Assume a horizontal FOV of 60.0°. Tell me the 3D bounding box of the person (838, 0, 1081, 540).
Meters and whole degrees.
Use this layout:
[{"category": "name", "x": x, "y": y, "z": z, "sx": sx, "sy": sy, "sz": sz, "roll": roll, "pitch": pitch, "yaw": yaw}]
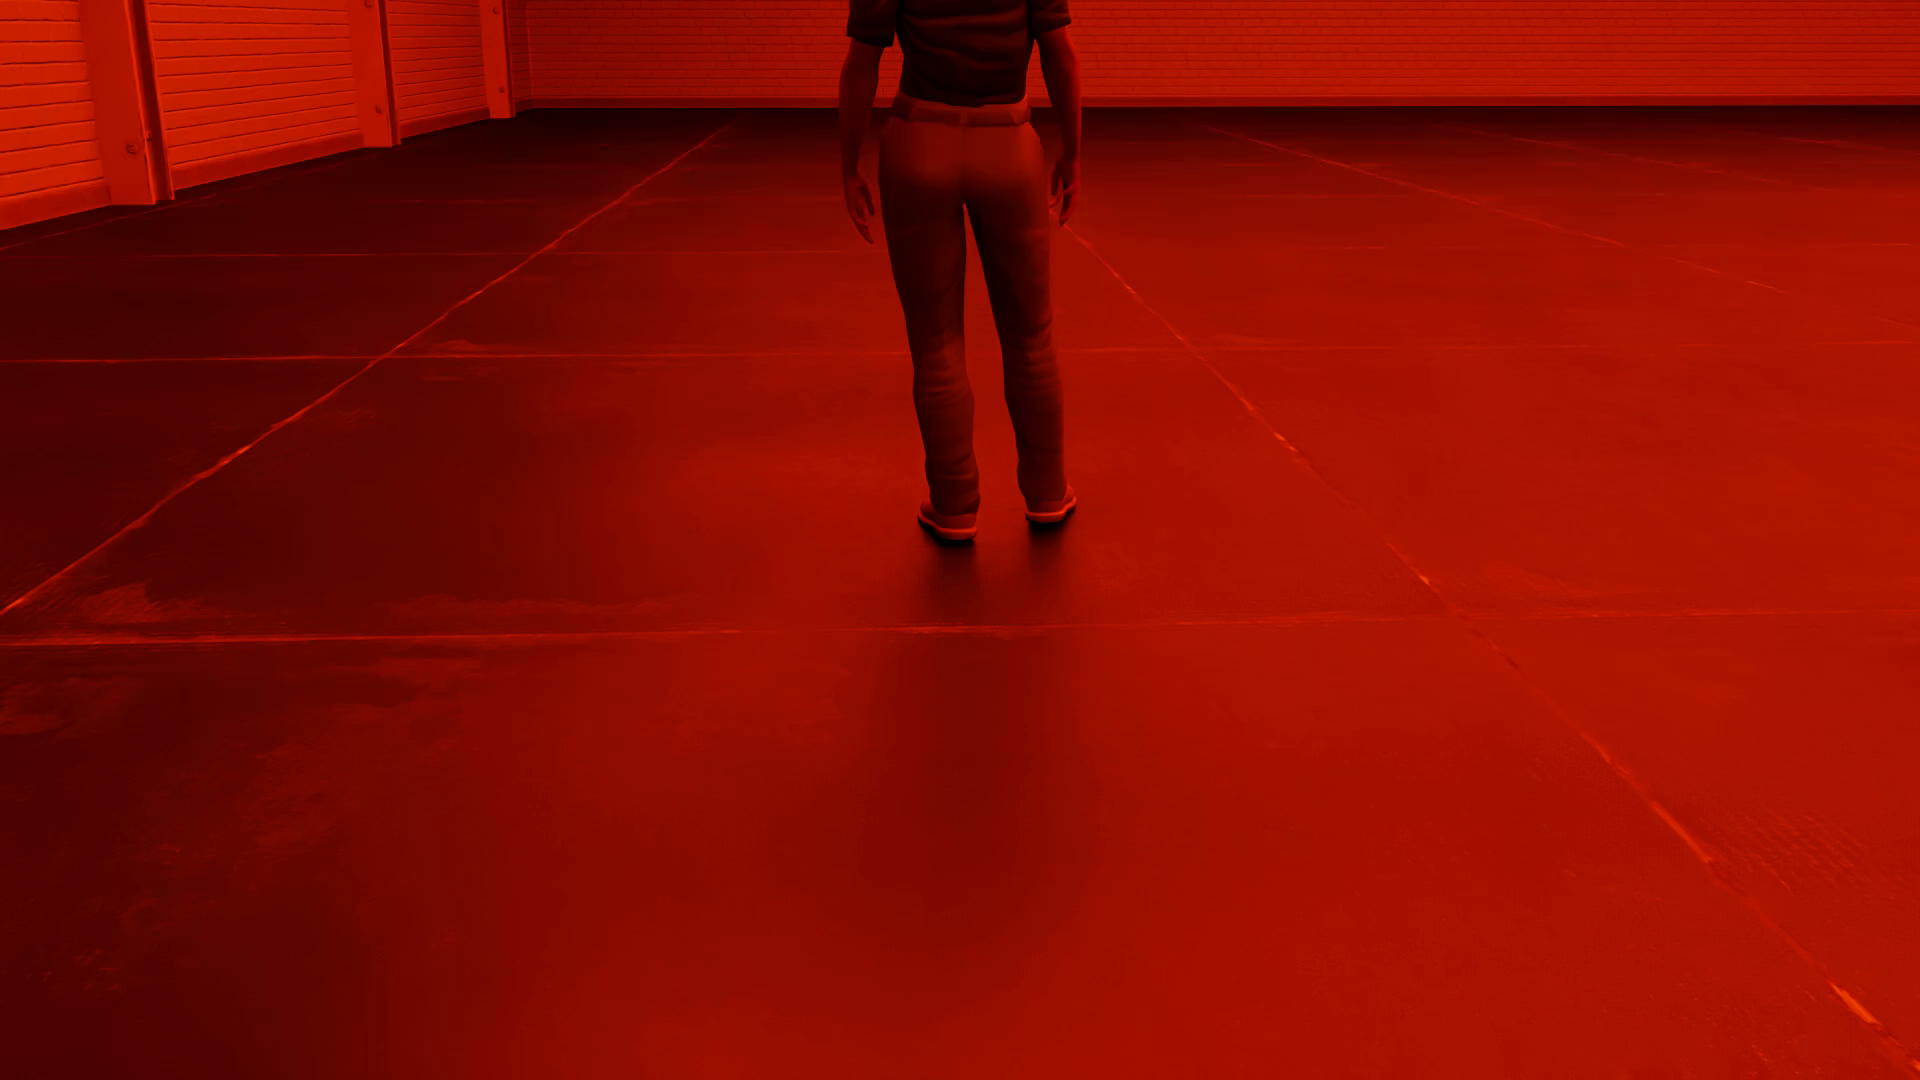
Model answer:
[{"category": "person", "x": 0.015, "y": -0.824, "z": 3.759, "sx": 0.569, "sy": 1.656, "sz": 0.503, "roll": -1, "pitch": 17, "yaw": -3}]
